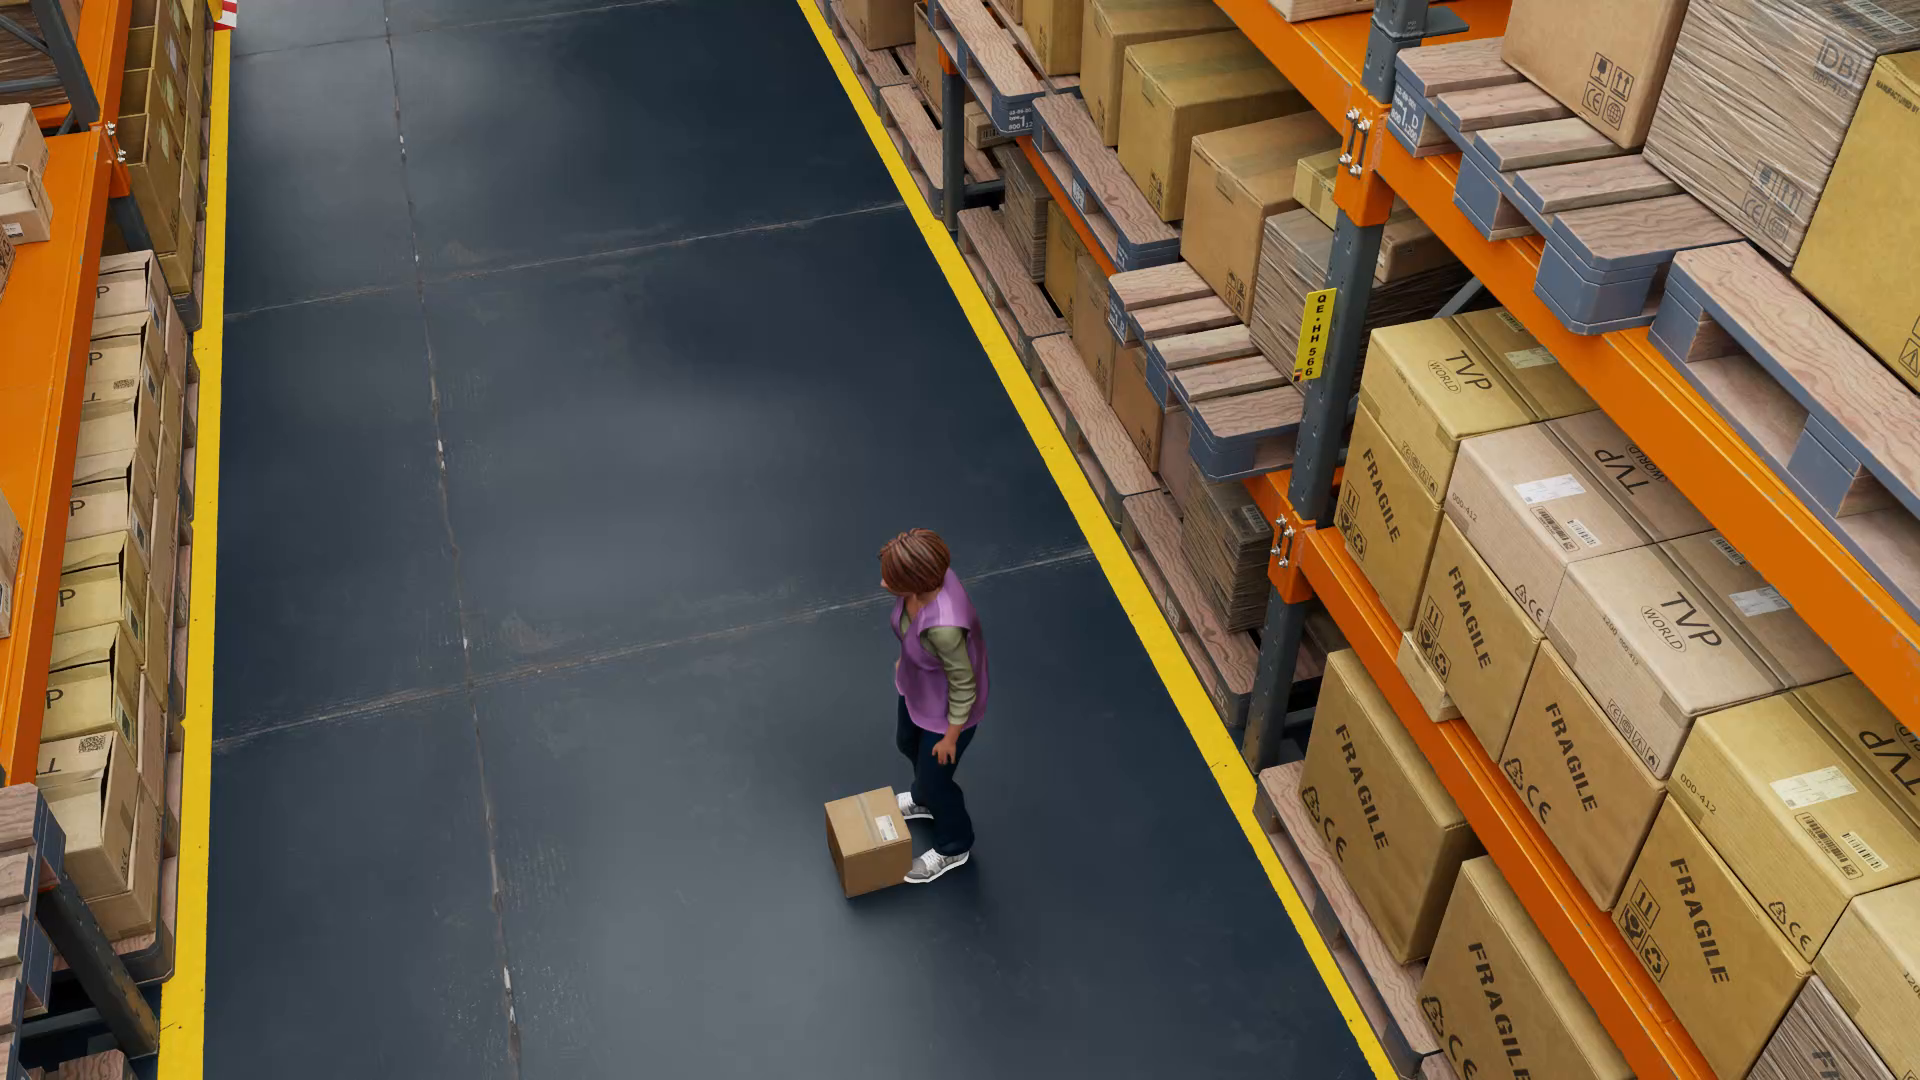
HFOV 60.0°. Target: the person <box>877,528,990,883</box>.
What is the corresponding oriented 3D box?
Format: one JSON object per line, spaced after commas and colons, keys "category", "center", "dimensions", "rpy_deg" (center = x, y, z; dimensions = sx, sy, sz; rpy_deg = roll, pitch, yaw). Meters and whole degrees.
{"category": "person", "center": [-0.094, 0.542, 5.593], "dimensions": [0.345, 1.580, 0.477], "rpy_deg": [-14, 45, -15]}
